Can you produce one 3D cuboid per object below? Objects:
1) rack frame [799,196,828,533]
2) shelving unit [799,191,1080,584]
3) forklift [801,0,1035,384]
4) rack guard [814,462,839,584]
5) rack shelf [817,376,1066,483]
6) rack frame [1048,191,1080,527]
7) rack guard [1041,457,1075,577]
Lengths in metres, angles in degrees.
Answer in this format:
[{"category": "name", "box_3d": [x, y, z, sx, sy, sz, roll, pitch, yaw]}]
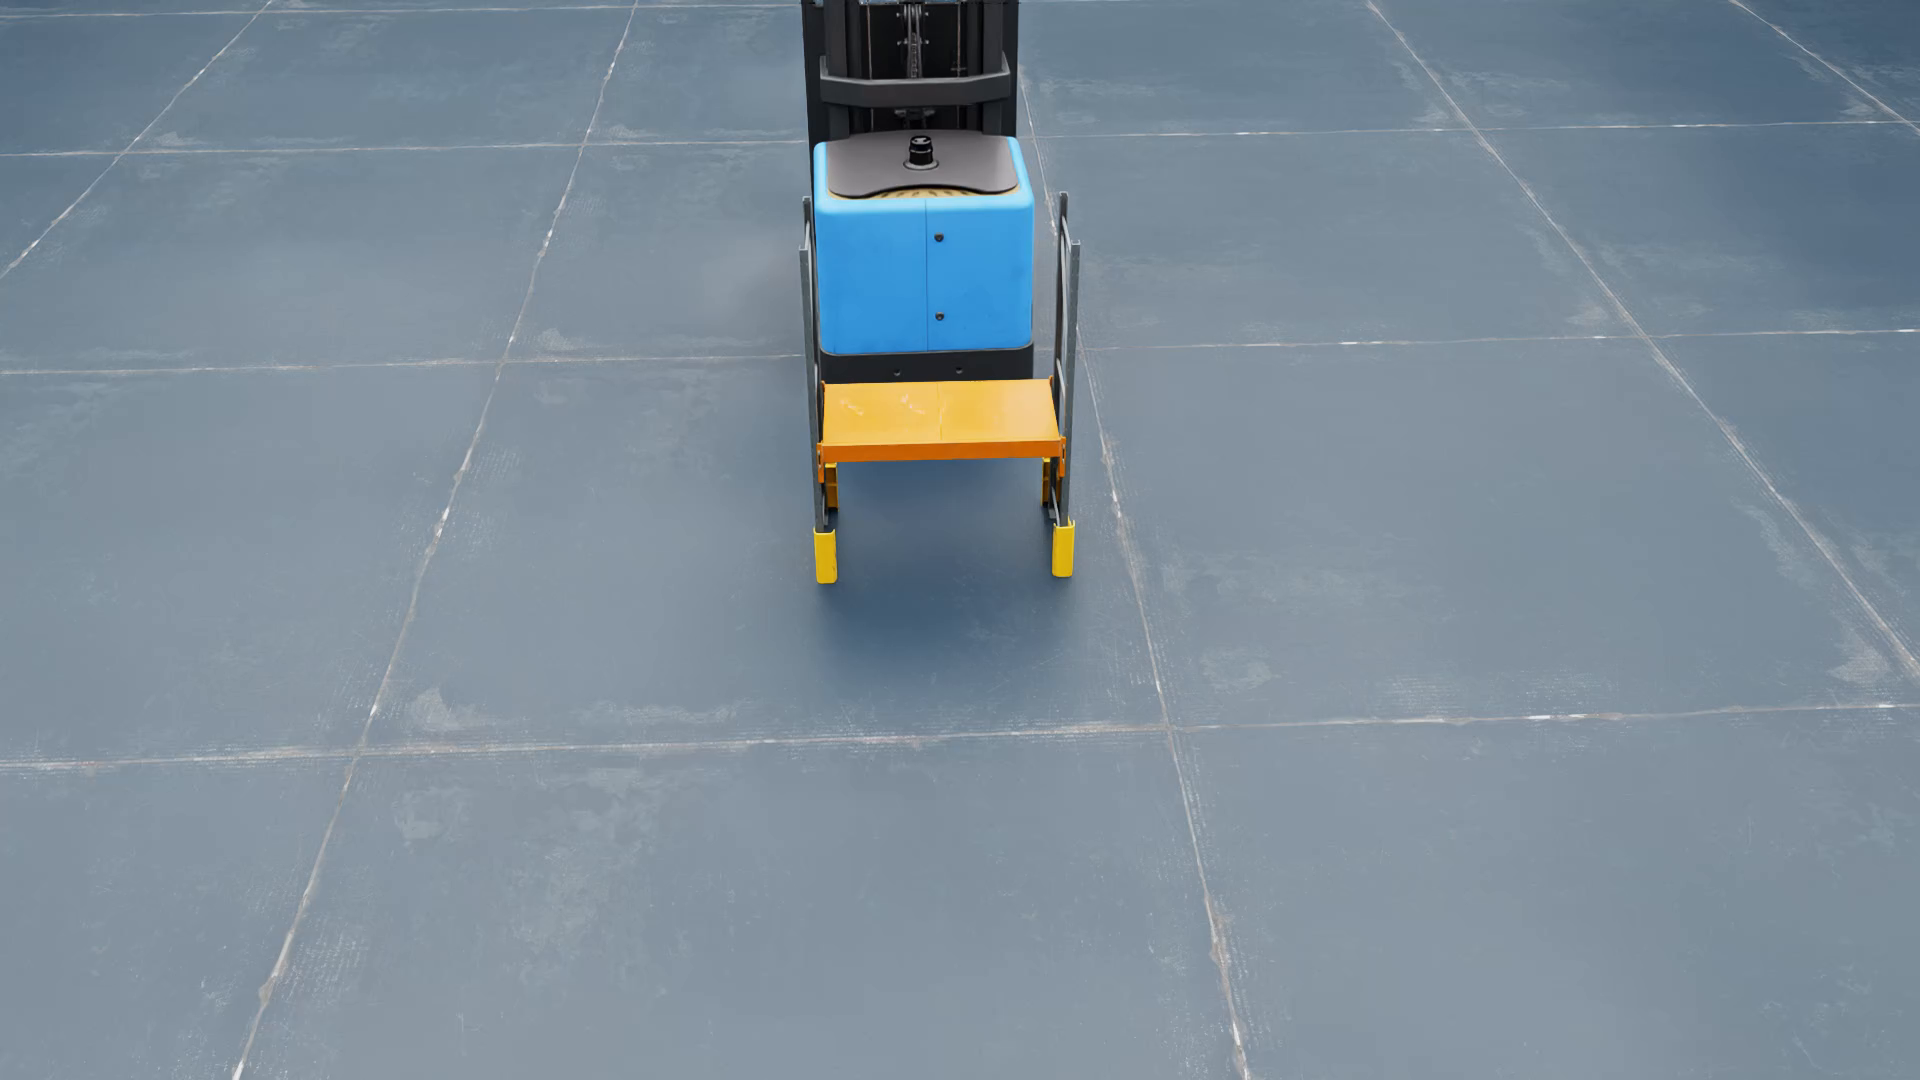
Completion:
[{"category": "rack frame", "box_3d": [-0.593, -0.601, 6.800, 0.032, 1.500, 0.500, -2, 35, -2]}, {"category": "shelving unit", "box_3d": [-0.076, -0.615, 6.820, 1.083, 1.500, 0.587, -2, 35, -2]}, {"category": "forklift", "box_3d": [-0.269, -2.713, 8.595, 1.130, 2.935, 3.031, -3, 35, -4]}, {"category": "rack guard", "box_3d": [-0.574, -0.087, 7.157, 0.087, 0.250, 0.587, -2, 35, -2]}, {"category": "rack shelf", "box_3d": [-0.085, -0.467, 6.922, 1.000, 0.185, 0.538, -2, 35, -2]}, {"category": "rack frame", "box_3d": [0.423, -0.628, 6.840, 0.032, 1.500, 0.500, -2, 35, -2]}, {"category": "rack guard", "box_3d": [0.421, -0.114, 7.195, 0.087, 0.250, 0.587, -2, 35, -2]}]
